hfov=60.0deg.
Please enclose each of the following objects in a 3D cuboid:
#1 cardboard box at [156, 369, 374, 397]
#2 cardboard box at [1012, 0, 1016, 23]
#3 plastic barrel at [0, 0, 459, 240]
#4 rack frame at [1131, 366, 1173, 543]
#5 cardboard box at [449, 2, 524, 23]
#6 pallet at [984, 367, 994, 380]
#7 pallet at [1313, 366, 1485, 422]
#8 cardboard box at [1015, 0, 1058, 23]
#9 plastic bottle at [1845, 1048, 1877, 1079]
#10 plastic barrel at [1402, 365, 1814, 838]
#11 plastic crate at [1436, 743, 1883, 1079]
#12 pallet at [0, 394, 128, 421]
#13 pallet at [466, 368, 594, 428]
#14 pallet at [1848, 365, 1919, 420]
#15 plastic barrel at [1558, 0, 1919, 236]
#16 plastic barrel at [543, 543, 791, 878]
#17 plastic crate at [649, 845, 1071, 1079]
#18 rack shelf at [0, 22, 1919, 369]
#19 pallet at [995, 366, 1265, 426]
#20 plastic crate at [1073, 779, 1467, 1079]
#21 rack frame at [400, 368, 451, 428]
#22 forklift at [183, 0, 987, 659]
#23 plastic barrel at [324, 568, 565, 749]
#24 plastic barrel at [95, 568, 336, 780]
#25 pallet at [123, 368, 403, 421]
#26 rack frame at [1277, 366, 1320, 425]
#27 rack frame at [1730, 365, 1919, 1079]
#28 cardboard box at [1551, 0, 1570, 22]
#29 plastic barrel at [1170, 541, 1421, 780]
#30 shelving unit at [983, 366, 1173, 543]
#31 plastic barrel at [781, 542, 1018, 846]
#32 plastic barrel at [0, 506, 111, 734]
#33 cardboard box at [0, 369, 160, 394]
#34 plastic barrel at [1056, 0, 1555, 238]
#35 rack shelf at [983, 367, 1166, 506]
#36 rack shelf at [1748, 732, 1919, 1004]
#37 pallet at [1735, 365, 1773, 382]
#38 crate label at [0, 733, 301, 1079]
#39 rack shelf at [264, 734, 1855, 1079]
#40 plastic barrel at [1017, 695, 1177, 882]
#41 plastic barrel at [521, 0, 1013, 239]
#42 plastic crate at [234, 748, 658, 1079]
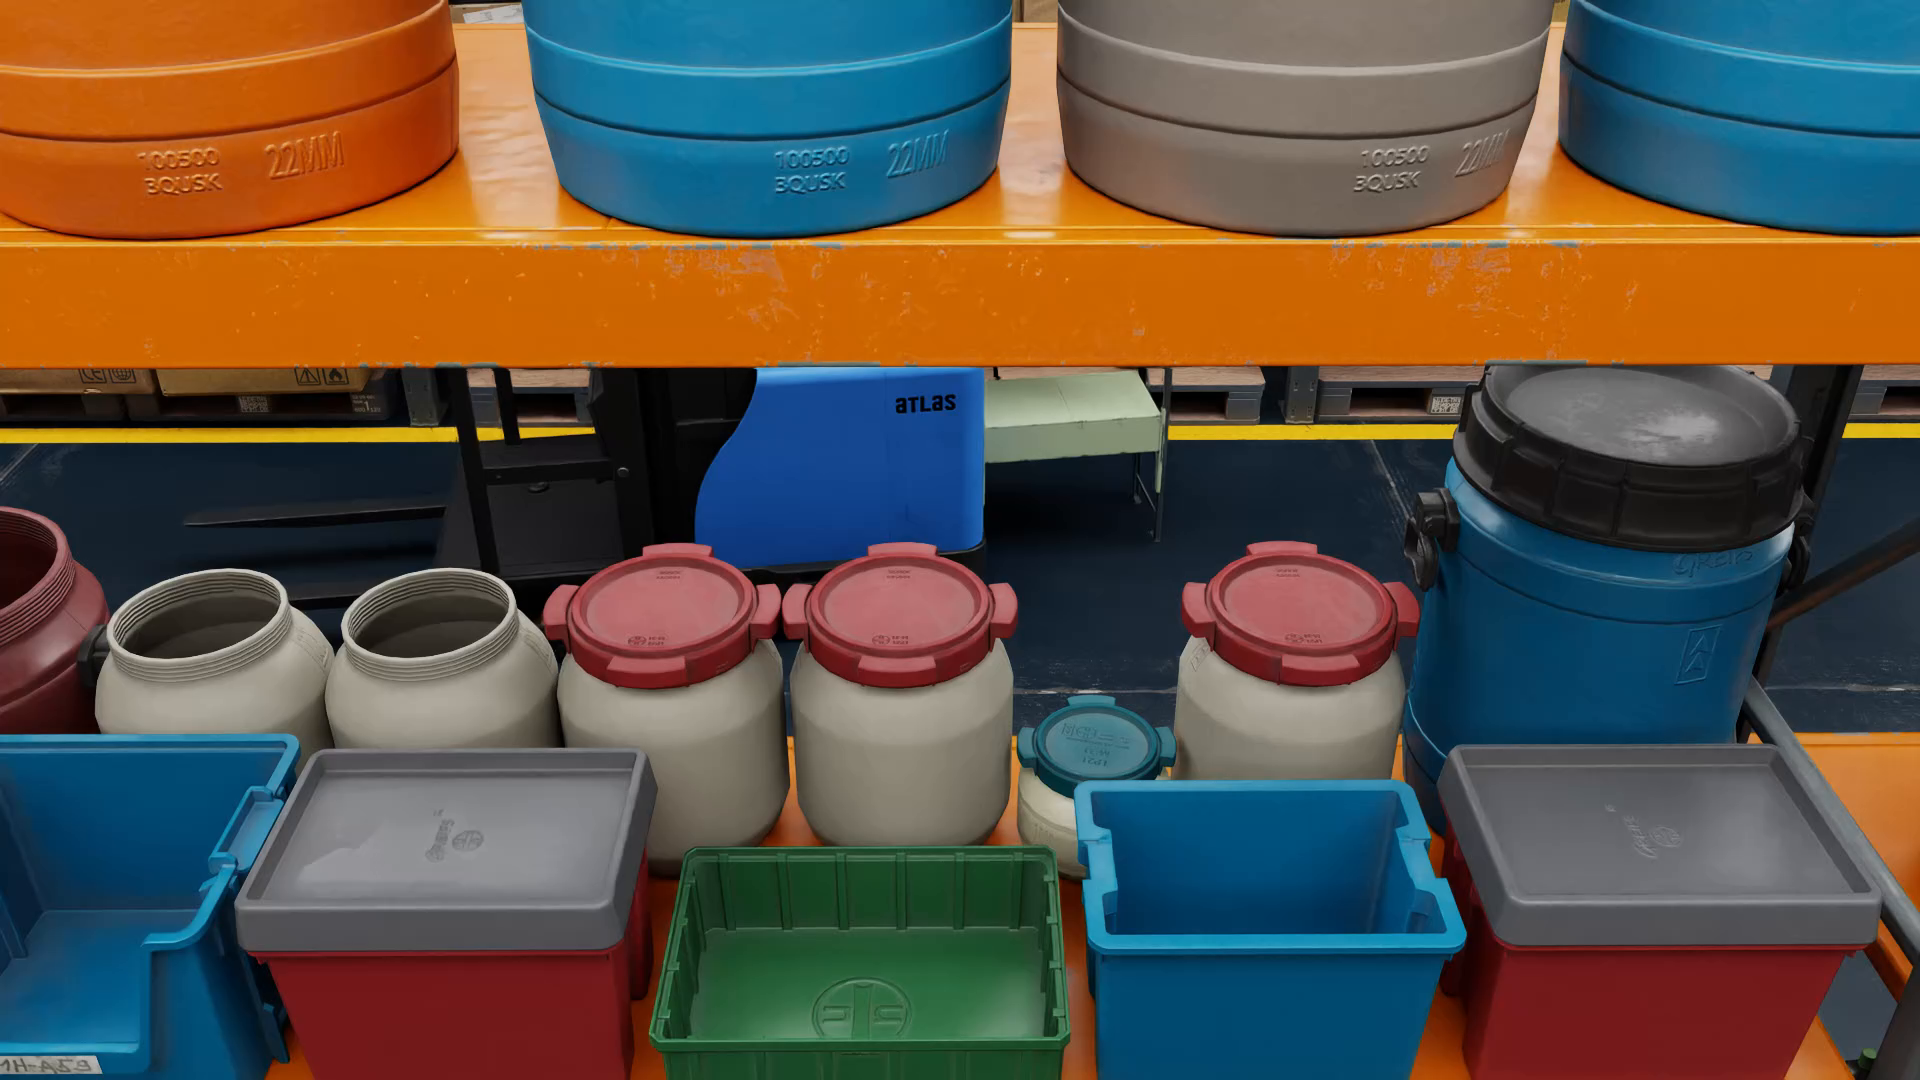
[{"bbox_3d":[-3.138,-1.334,7.701,0.875,0.875,1.225,-2,31,-3],"label":"cardboard box"},{"bbox_3d":[0.038,-3.808,11.899,0.750,0.750,1.050,0,31,0],"label":"cardboard box"},{"bbox_3d":[-0.942,-0.843,1.942,0.708,0.830,0.600,0,31,0],"label":"plastic barrel"},{"bbox_3d":[0.770,-0.731,6.509,0.023,1.500,0.400,-5,32,-7],"label":"rack frame"},{"bbox_3d":[-1.908,-2.299,7.146,0.500,0.500,0.500,-4,31,-6],"label":"cardboard box"},{"bbox_3d":[-0.450,-0.866,7.974,1.213,0.211,1.003,0,31,0],"label":"pallet"},{"bbox_3d":[2.223,-0.895,8.022,1.213,0.211,1.003,0,31,0],"label":"pallet"},{"bbox_3d":[0.756,-2.573,7.116,1.000,1.000,1.000,0,31,0],"label":"cardboard box"},{"bbox_3d":[2.061,1.303,3.905,0.133,0.283,0.061,1,31,2],"label":"plastic bottle"},{"bbox_3d":[1.193,0.132,3.157,0.708,0.901,0.600,0,31,0],"label":"plastic barrel"},{"bbox_3d":[1.099,0.635,2.750,0.583,0.464,0.402,0,31,0],"label":"plastic crate"},{"bbox_3d":[-4.454,-0.896,8.024,1.213,0.211,1.003,0,31,0],"label":"pallet"},{"bbox_3d":[-1.667,-0.864,7.970,1.213,0.211,1.003,0,31,0],"label":"pallet"},{"bbox_3d":[4.663,-0.903,8.034,1.213,0.211,1.003,0,31,0],"label":"pallet"},{"bbox_3d":[1.074,-0.880,1.934,0.708,0.901,0.600,0,31,0],"label":"plastic barrel"},{"bbox_3d":[-0.543,0.337,3.172,0.433,0.535,0.433,0,31,0],"label":"plastic barrel"},{"bbox_3d":[-0.158,0.745,2.835,0.662,0.188,0.450,0,31,0],"label":"plastic crate"},{"bbox_3d":[-0.418,-0.466,2.429,4.000,0.370,1.077,0,31,0],"label":"rack shelf"},{"bbox_3d":[0.773,-0.872,7.983,1.213,0.211,1.003,0,31,0],"label":"pallet"},{"bbox_3d":[0.480,0.674,2.763,0.575,0.384,0.392,0,31,0],"label":"plastic crate"},{"bbox_3d":[-2.448,-2.054,7.244,0.127,3.000,1.000,0,31,0],"label":"rack frame"},{"bbox_3d":[-1.463,-1.101,5.739,3.031,2.935,1.130,-5,32,-7],"label":"forklift"},{"bbox_3d":[-0.970,0.352,3.171,0.421,0.512,0.421,0,31,0],"label":"plastic barrel"},{"bbox_3d":[-1.391,0.353,3.169,0.421,0.512,0.421,0,31,0],"label":"plastic barrel"},{"bbox_3d":[-3.237,-0.899,8.028,1.213,0.211,1.003,0,31,0],"label":"pallet"},{"bbox_3d":[1.552,-2.067,7.265,0.127,3.000,1.000,0,31,0],"label":"rack frame"},{"bbox_3d":[1.582,0.501,3.033,0.053,2.616,0.949,0,31,0],"label":"rack frame"},{"bbox_3d":[2.502,-2.189,7.084,0.500,0.500,0.875,0,31,0],"label":"cardboard box"},{"bbox_3d":[0.624,0.333,3.178,0.433,0.535,0.433,0,31,0],"label":"plastic barrel"},{"bbox_3d":[0.408,-0.703,6.462,0.755,1.500,0.431,-5,32,-7],"label":"shelving unit"},{"bbox_3d":[-0.110,0.336,3.174,0.433,0.535,0.433,0,31,0],"label":"plastic barrel"},{"bbox_3d":[-1.956,0.298,3.236,0.708,0.536,0.600,0,31,0],"label":"plastic barrel"},{"bbox_3d":[-4.030,-1.335,7.703,0.875,0.875,1.225,0,31,0],"label":"cardboard box"},{"bbox_3d":[0.420,-0.878,1.931,0.600,0.901,0.600,0,31,0],"label":"plastic barrel"},{"bbox_3d":[0.408,-0.424,6.632,0.720,0.370,0.431,-5,32,-7],"label":"rack shelf"},{"bbox_3d":[3.582,0.804,3.227,4.000,0.370,1.077,0,31,0],"label":"rack shelf"},{"bbox_3d":[3.446,-0.900,8.031,1.213,0.211,1.003,0,31,0],"label":"pallet"},{"bbox_3d":[-1.423,0.637,2.775,0.616,0.435,0.502,0,31,0],"label":"crate label"},{"bbox_3d":[-0.418,0.816,3.207,4.000,0.370,1.077,0,31,0],"label":"rack shelf"},{"bbox_3d":[0.257,0.486,3.191,0.301,0.262,0.301,0,31,0],"label":"plastic barrel"},{"bbox_3d":[-0.234,-0.876,1.927,0.708,0.901,0.600,0,31,0],"label":"plastic barrel"},{"bbox_3d":[-0.801,0.641,2.740,0.583,0.464,0.402,0,31,0],"label":"plastic crate"}]
